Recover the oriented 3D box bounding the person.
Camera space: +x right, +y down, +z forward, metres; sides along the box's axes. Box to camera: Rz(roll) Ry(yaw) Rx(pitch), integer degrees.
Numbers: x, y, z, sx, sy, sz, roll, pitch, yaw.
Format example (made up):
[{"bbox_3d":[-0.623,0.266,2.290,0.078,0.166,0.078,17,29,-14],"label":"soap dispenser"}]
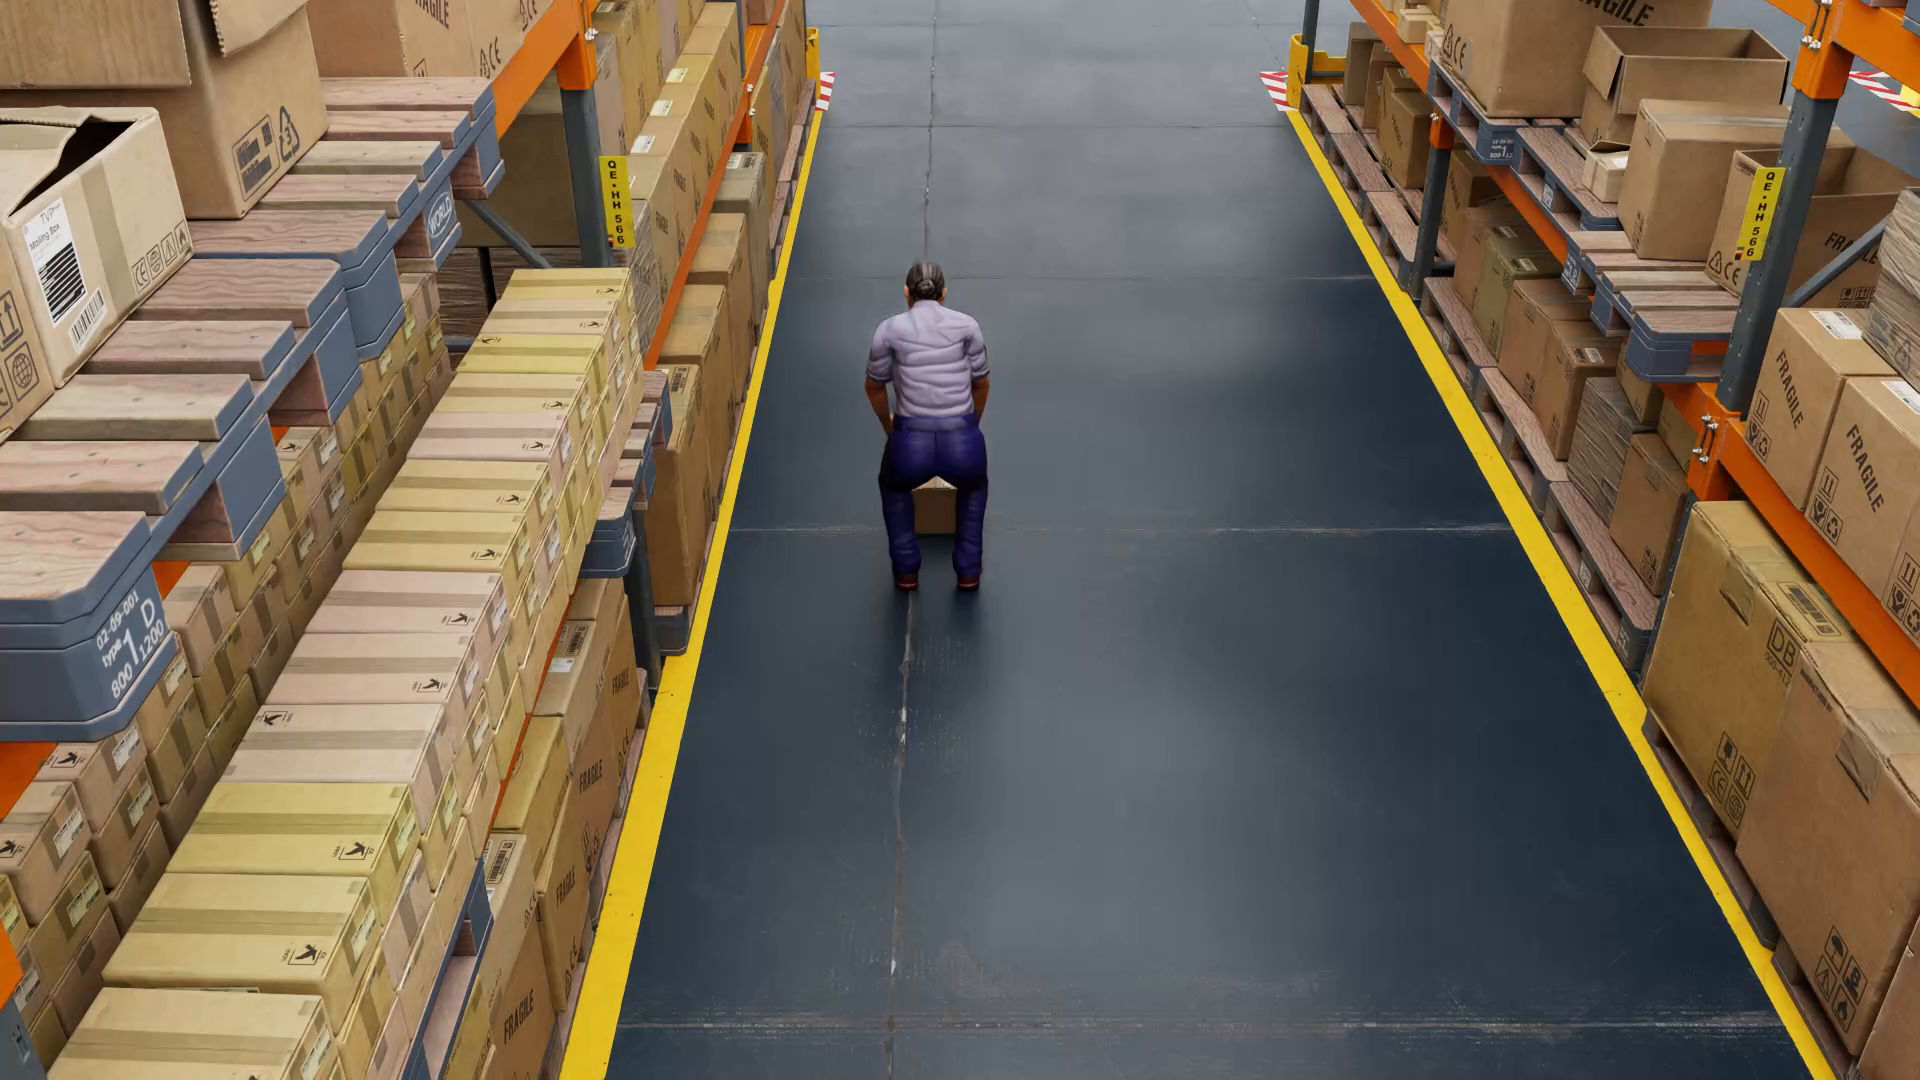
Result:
[{"bbox_3d":[-0.139,-0.447,7.124,0.533,1.395,0.636,0,32,0],"label":"person"}]
